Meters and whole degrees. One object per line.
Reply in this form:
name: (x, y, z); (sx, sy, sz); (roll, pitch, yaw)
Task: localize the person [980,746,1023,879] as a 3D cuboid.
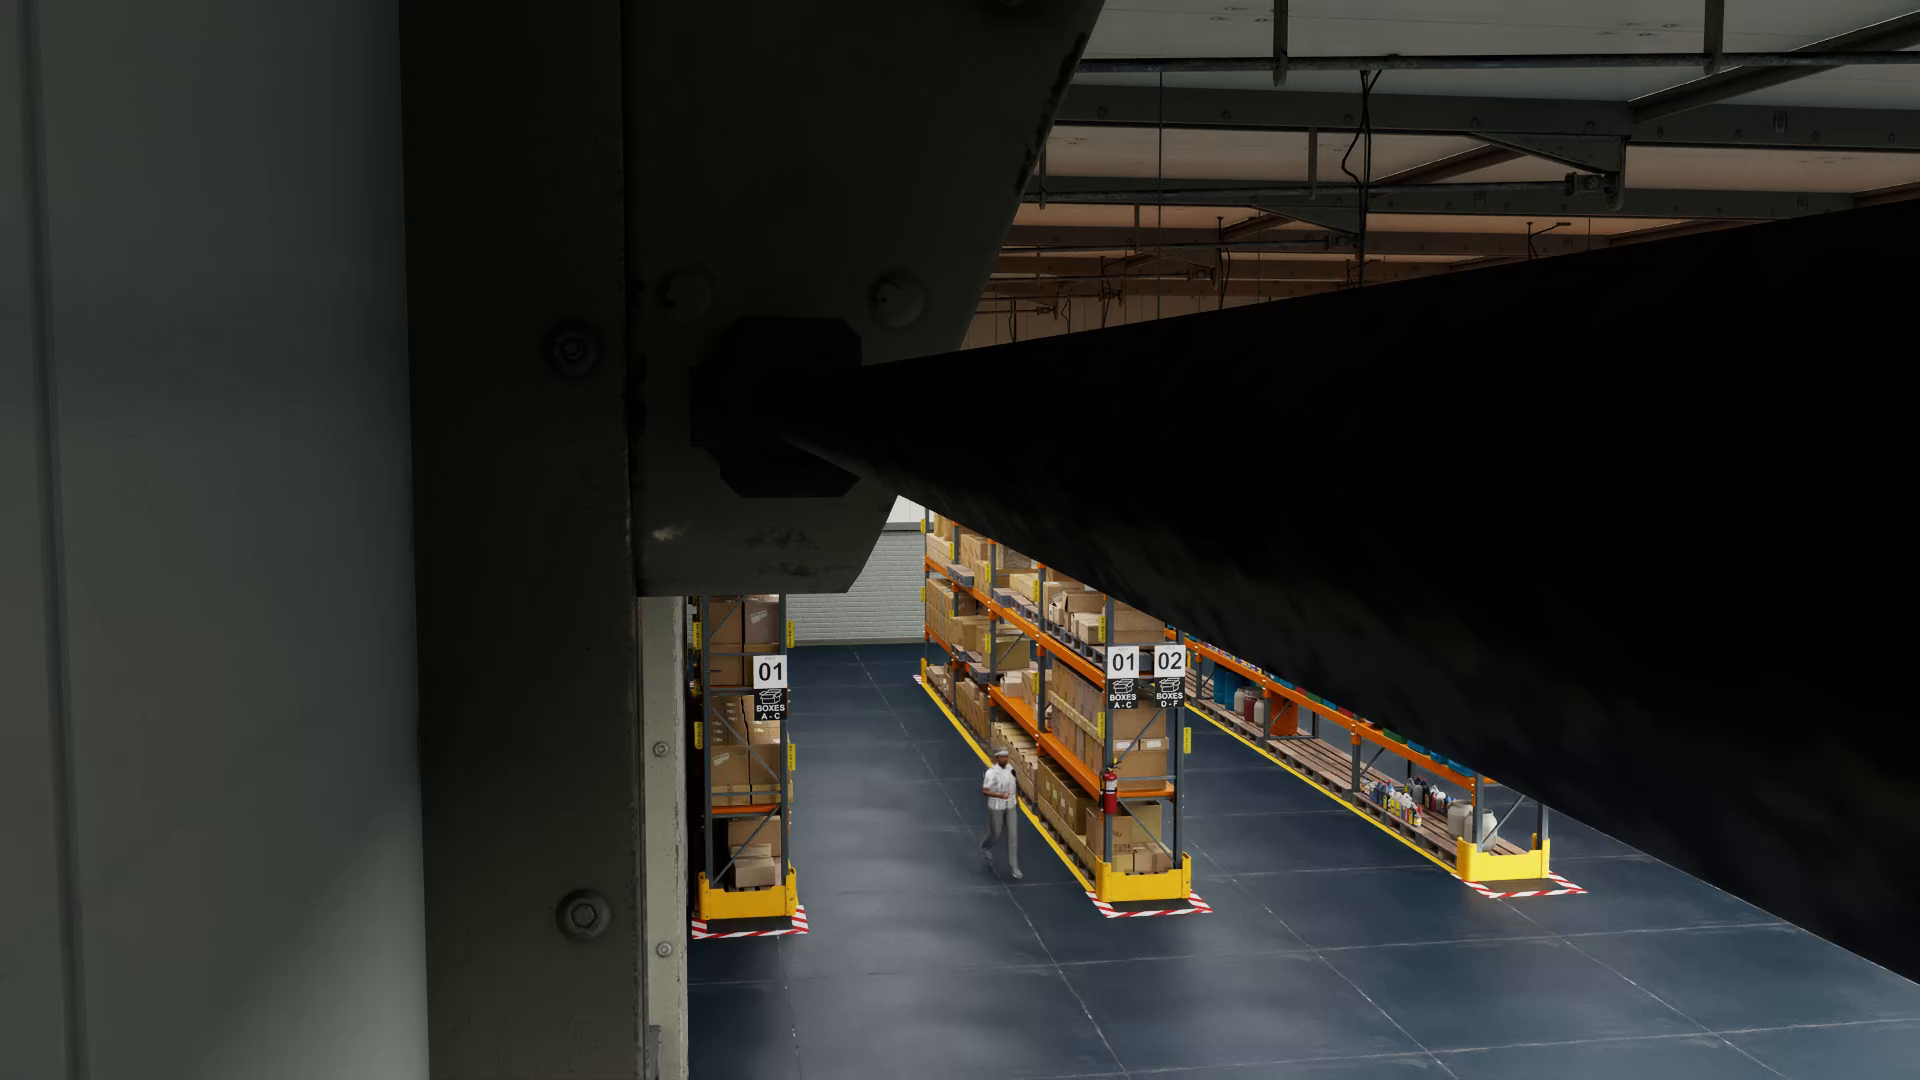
person: (0.551, 3.538, 21.951); (0.579, 1.698, 0.924); (-3, 6, -26)
